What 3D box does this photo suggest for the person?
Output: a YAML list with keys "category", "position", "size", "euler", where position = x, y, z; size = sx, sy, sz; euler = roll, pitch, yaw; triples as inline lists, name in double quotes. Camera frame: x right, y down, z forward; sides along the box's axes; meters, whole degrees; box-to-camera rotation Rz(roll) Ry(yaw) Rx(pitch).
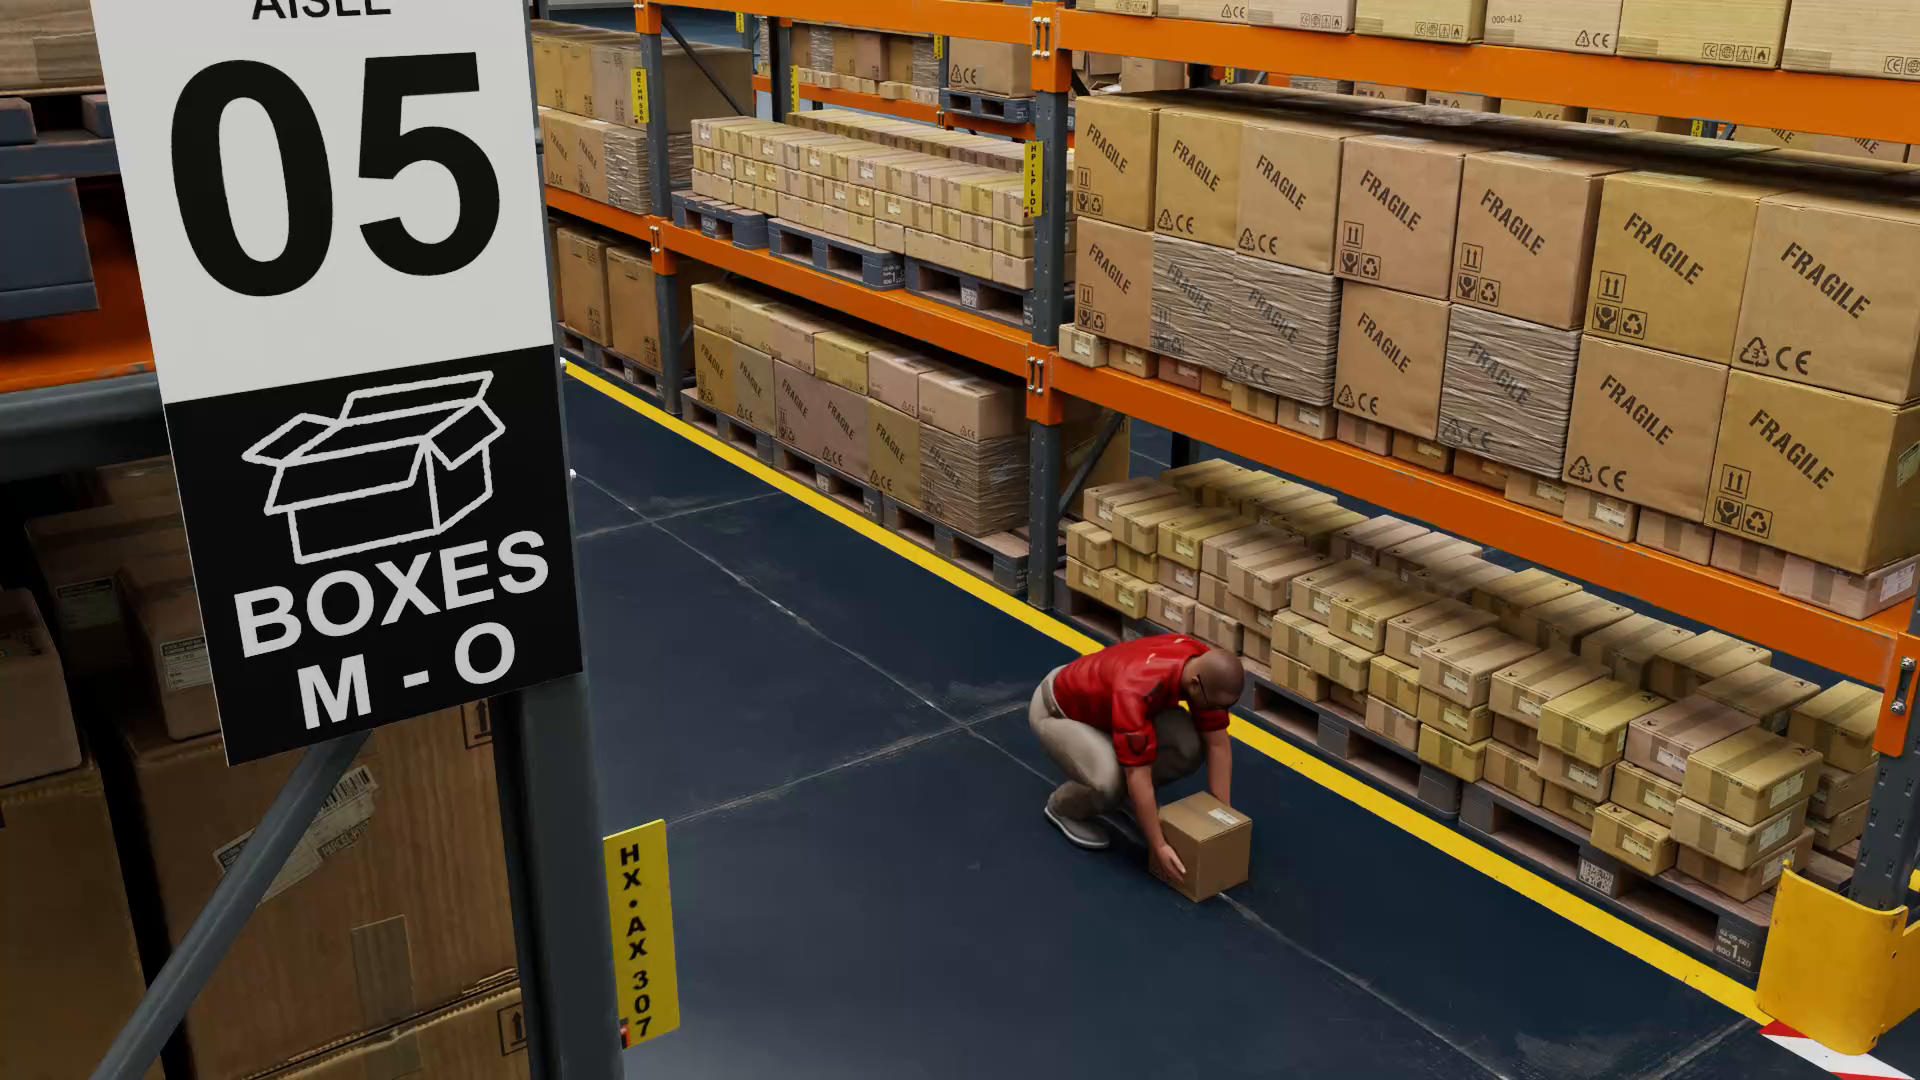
- category: "person"
  position: [0.645, 0.695, 6.021]
  size: [0.560, 0.867, 0.866]
  euler: [-15, 26, -33]
